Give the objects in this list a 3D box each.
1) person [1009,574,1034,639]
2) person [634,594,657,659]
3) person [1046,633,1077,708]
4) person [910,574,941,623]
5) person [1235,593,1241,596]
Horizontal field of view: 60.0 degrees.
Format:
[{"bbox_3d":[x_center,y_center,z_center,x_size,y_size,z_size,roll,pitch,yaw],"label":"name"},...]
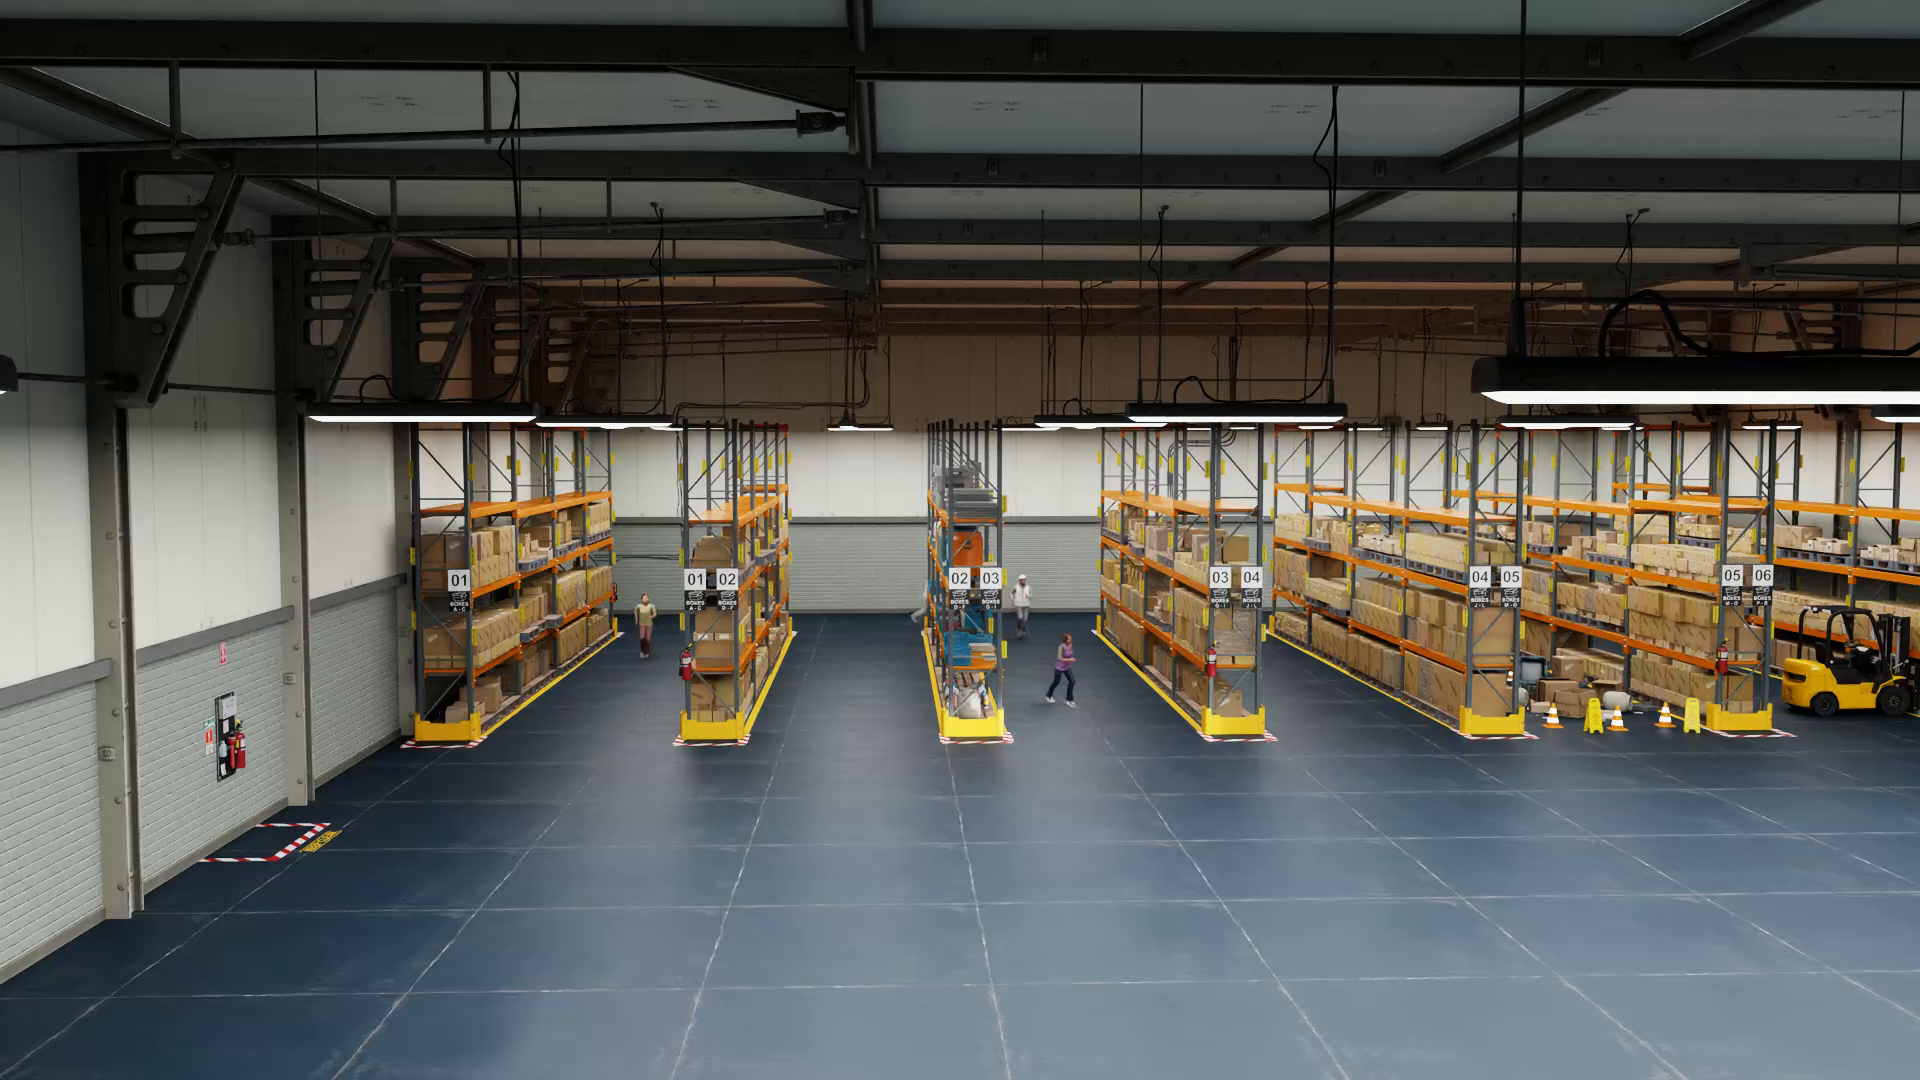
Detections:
[{"bbox_3d":[1.741,1.865,46.534,0.627,1.800,0.725,-1,4,-12],"label":"person"},{"bbox_3d":[-7.976,2.184,42.194,0.576,1.647,0.640,-1,4,-8],"label":"person"},{"bbox_3d":[2.148,2.710,34.815,0.541,1.568,0.915,-3,5,-38],"label":"person"},{"bbox_3d":[-0.982,1.786,49.485,0.999,1.630,0.631,0,4,2],"label":"person"},{"bbox_3d":[7.848,1.824,47.586,0.664,1.812,0.675,0,4,5],"label":"person"}]
